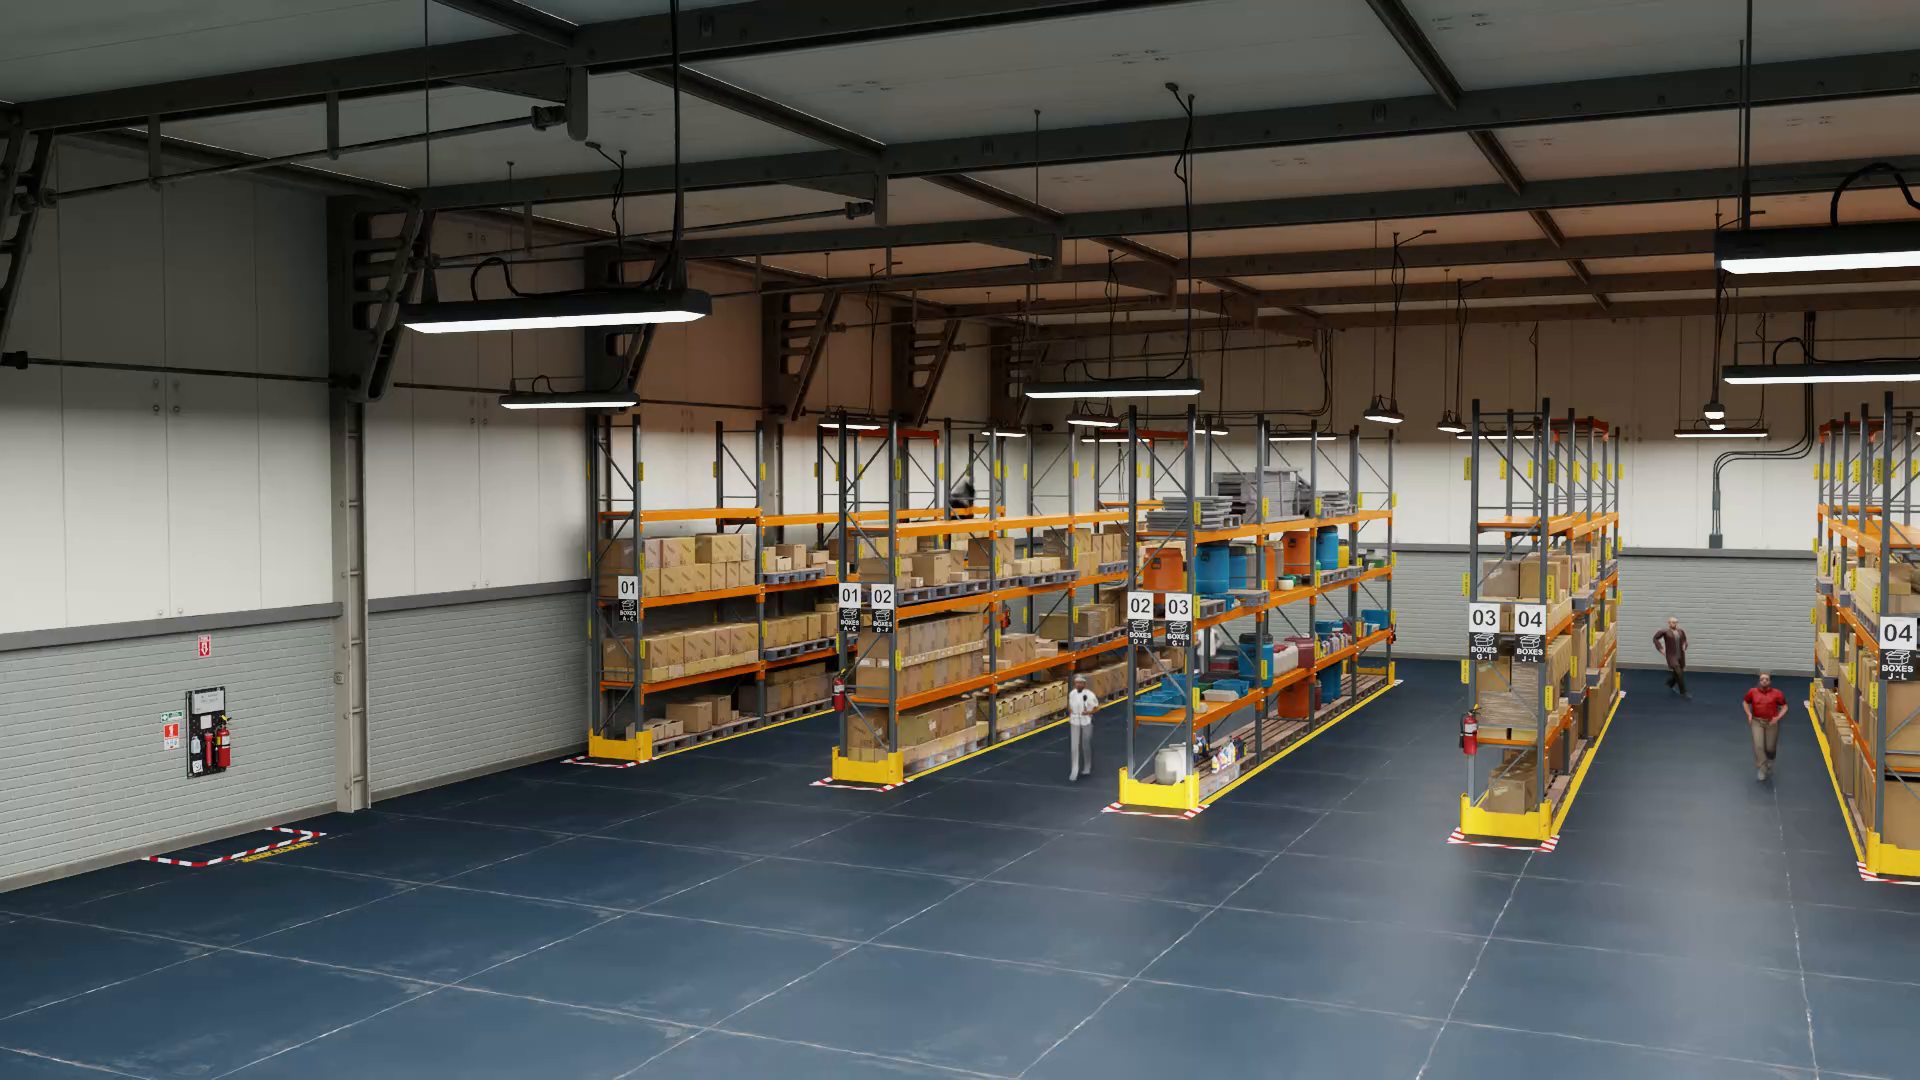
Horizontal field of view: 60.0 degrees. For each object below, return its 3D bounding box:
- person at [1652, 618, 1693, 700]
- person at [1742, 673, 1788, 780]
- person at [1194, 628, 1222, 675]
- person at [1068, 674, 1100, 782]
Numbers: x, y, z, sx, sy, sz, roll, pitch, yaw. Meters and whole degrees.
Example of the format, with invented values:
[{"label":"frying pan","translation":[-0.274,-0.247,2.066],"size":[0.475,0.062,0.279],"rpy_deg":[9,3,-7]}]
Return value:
[{"label":"person","translation":[15.764,2.595,36.782],"size":[0.709,1.768,1.056],"rpy_deg":[0,2,-10]},{"label":"person","translation":[13.177,3.032,27.236],"size":[0.676,1.711,0.785],"rpy_deg":[1,3,28]},{"label":"person","translation":[5.532,2.594,37.295],"size":[0.640,1.789,0.669],"rpy_deg":[1,2,15]},{"label":"person","translation":[2.008,3.041,27.117],"size":[0.570,1.747,0.762],"rpy_deg":[1,2,16]}]
